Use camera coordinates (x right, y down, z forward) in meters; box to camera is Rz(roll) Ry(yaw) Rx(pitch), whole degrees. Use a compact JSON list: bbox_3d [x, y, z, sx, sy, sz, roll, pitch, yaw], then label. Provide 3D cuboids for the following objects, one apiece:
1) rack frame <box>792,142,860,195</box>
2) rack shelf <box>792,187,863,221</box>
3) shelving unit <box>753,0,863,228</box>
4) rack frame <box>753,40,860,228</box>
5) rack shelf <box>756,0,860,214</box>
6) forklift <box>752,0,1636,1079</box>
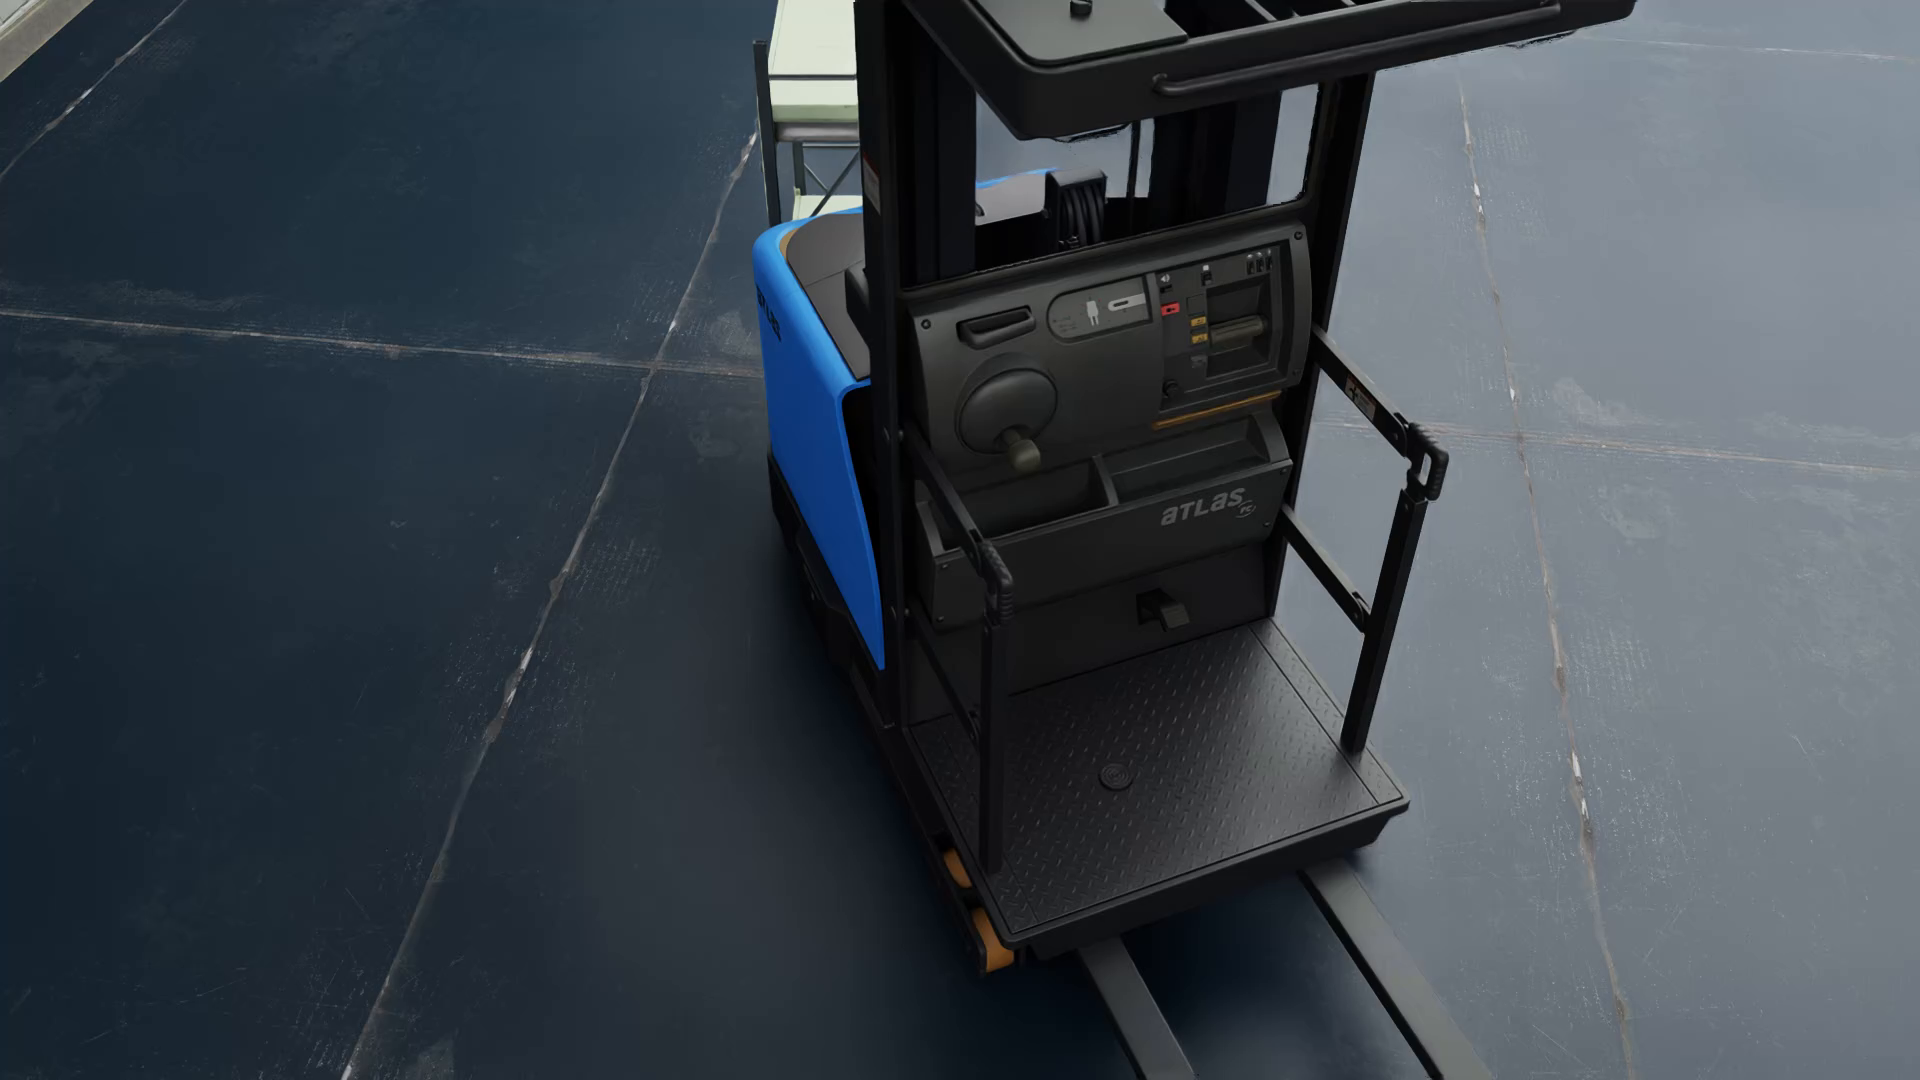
[{"bbox_3d":[-0.358,-1.304,5.536,0.400,1.500,0.023,0,43,0],"label":"rack frame"},{"bbox_3d":[-0.358,-0.816,5.495,0.431,0.370,0.720,0,43,0],"label":"rack shelf"},{"bbox_3d":[-0.358,-1.052,5.271,0.431,1.500,0.755,0,43,0],"label":"shelving unit"},{"bbox_3d":[-0.359,-0.801,5.005,0.400,1.500,0.023,0,43,0],"label":"rack frame"},{"bbox_3d":[-0.358,-1.336,5.002,0.431,0.370,0.720,0,43,0],"label":"rack shelf"},{"bbox_3d":[0.429,-0.333,3.470,1.130,2.935,3.031,-15,46,-16],"label":"forklift"}]
